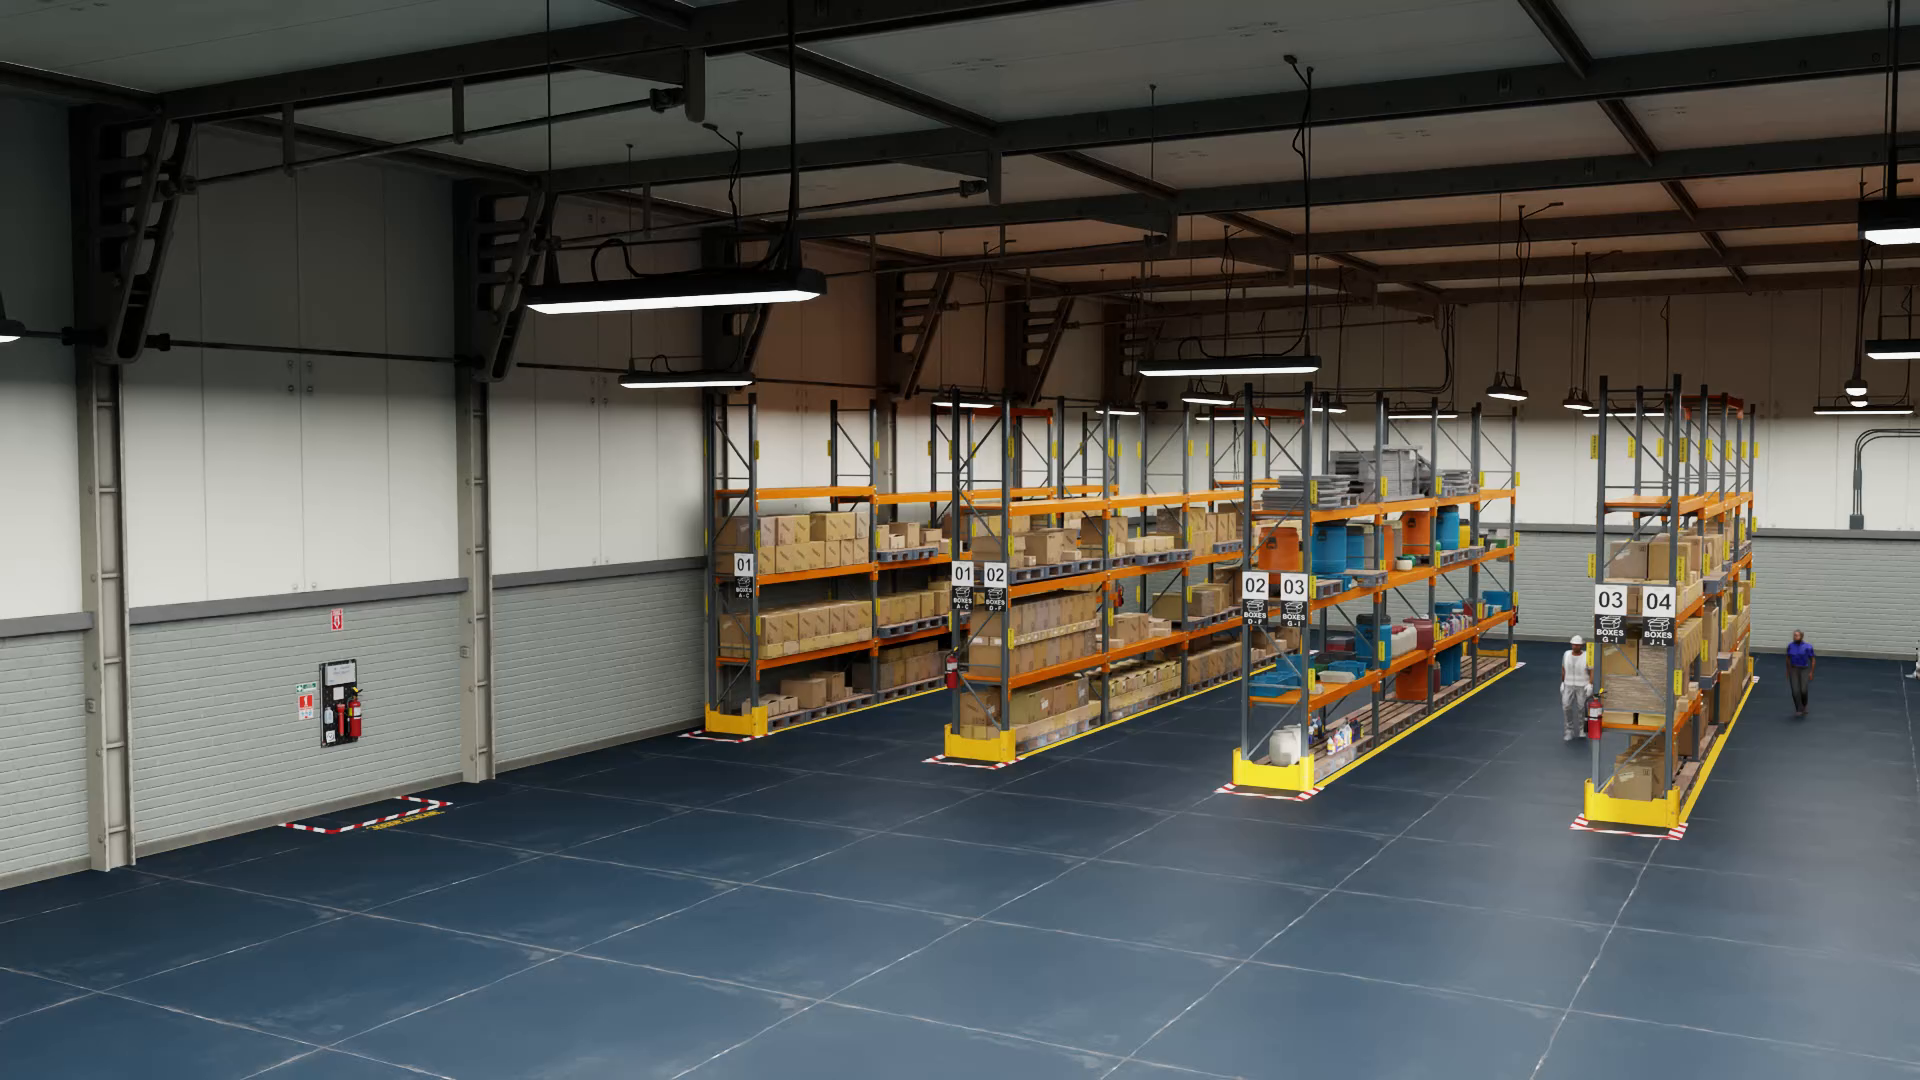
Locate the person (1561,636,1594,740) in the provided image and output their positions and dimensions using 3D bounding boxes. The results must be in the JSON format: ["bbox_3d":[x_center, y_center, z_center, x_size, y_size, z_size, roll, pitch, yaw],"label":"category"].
[{"bbox_3d":[10.702,2.573,28.853,0.610,1.840,0.532,3,4,39],"label":"person"}]

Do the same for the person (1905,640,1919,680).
[{"bbox_3d":[21.132,2.175,36.121,1.034,1.751,0.551,1,3,22],"label":"person"}]

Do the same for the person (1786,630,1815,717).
[{"bbox_3d":[15.809,2.500,31.274,0.502,1.643,0.469,2,4,38],"label":"person"}]
